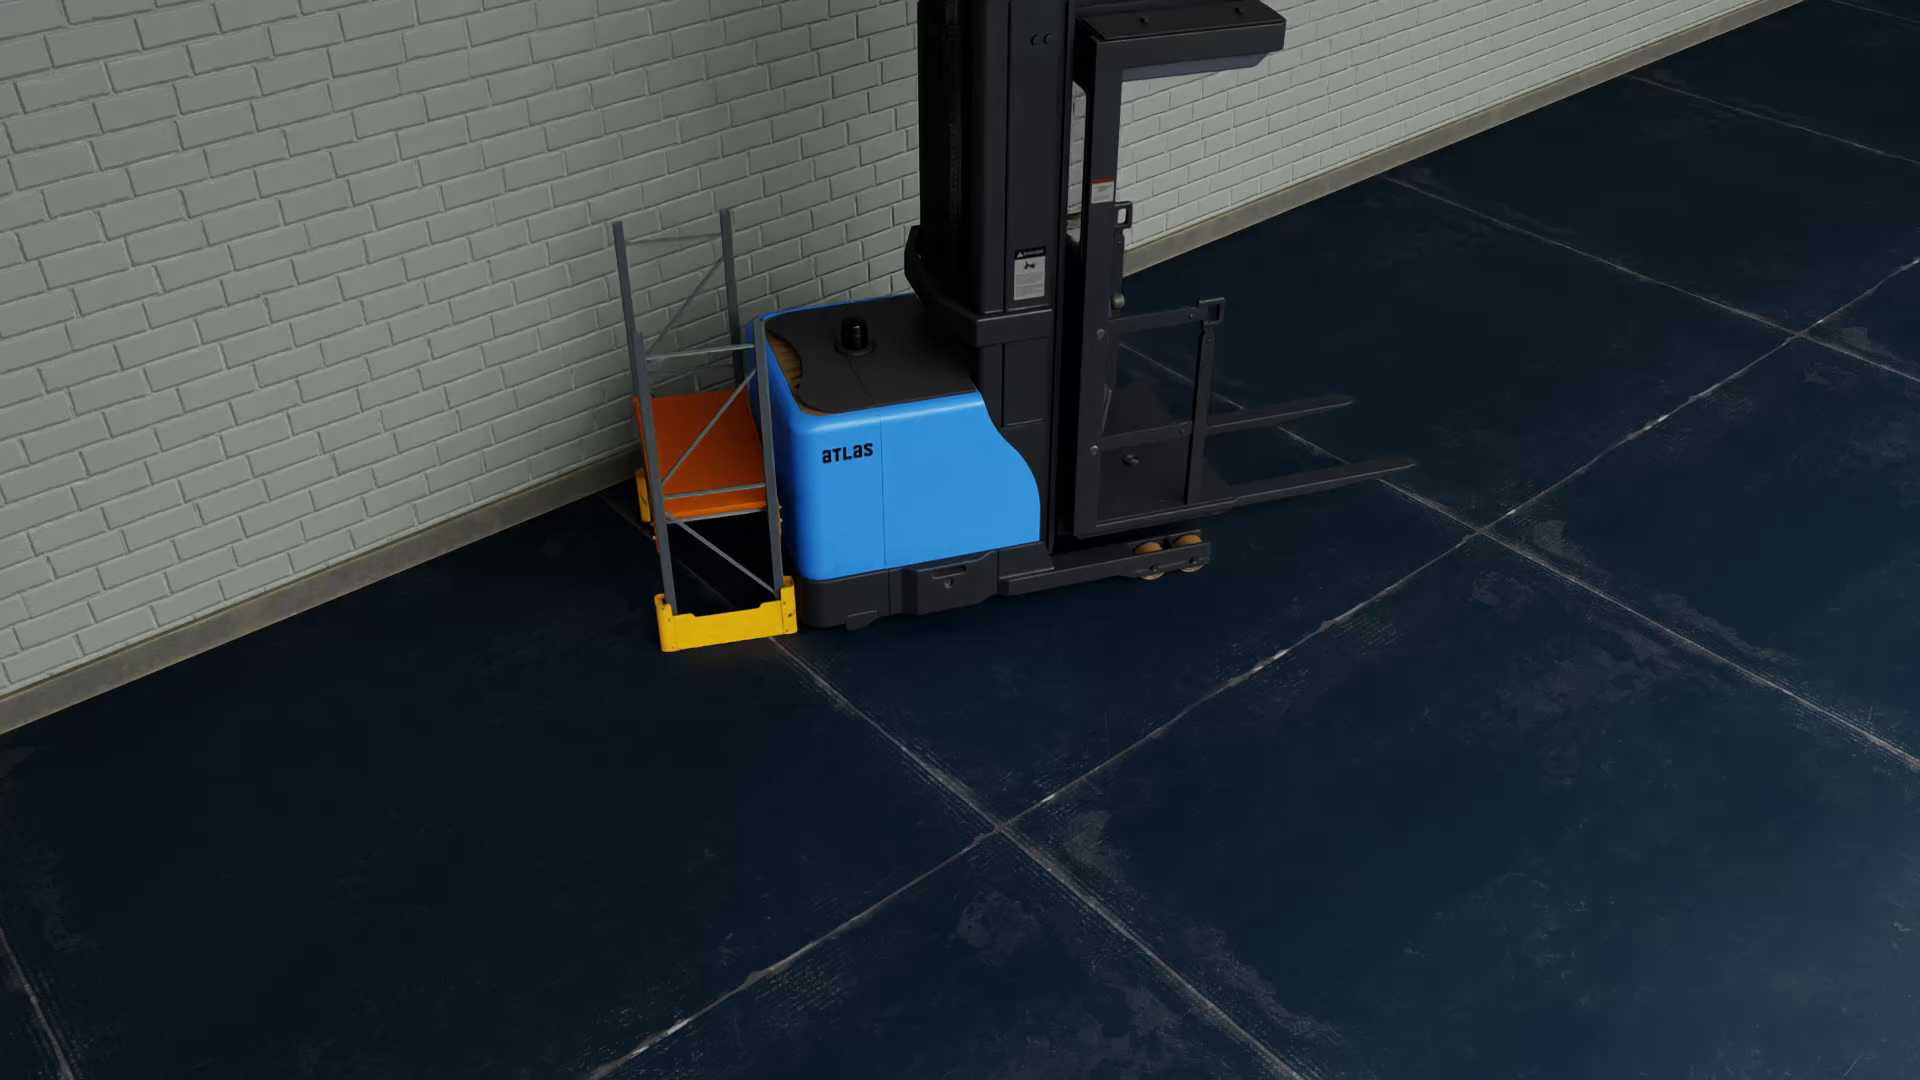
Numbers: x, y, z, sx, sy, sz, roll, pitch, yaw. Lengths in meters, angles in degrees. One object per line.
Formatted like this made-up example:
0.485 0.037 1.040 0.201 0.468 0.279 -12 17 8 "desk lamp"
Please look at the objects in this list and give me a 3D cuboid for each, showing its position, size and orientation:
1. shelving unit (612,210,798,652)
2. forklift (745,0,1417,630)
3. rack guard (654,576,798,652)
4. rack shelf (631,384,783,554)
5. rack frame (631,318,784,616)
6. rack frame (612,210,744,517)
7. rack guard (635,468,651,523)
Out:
-1.111 -0.475 7.123 0.587 1.500 1.083 -8 36 -11 "shelving unit"
0.623 -1.298 7.047 3.031 2.935 1.130 -10 37 -14 "forklift"
-0.993 0.315 7.089 0.587 0.250 0.087 -8 36 -11 "rack guard"
-1.113 -0.333 7.234 0.538 0.185 1.000 -8 36 -11 "rack shelf"
-0.993 -0.195 6.727 0.500 1.500 0.032 -8 36 -11 "rack frame"
-1.233 -0.766 7.533 0.500 1.500 0.032 -8 36 -11 "rack frame"
-1.228 -0.245 7.879 0.587 0.250 0.087 -8 36 -11 "rack guard"
